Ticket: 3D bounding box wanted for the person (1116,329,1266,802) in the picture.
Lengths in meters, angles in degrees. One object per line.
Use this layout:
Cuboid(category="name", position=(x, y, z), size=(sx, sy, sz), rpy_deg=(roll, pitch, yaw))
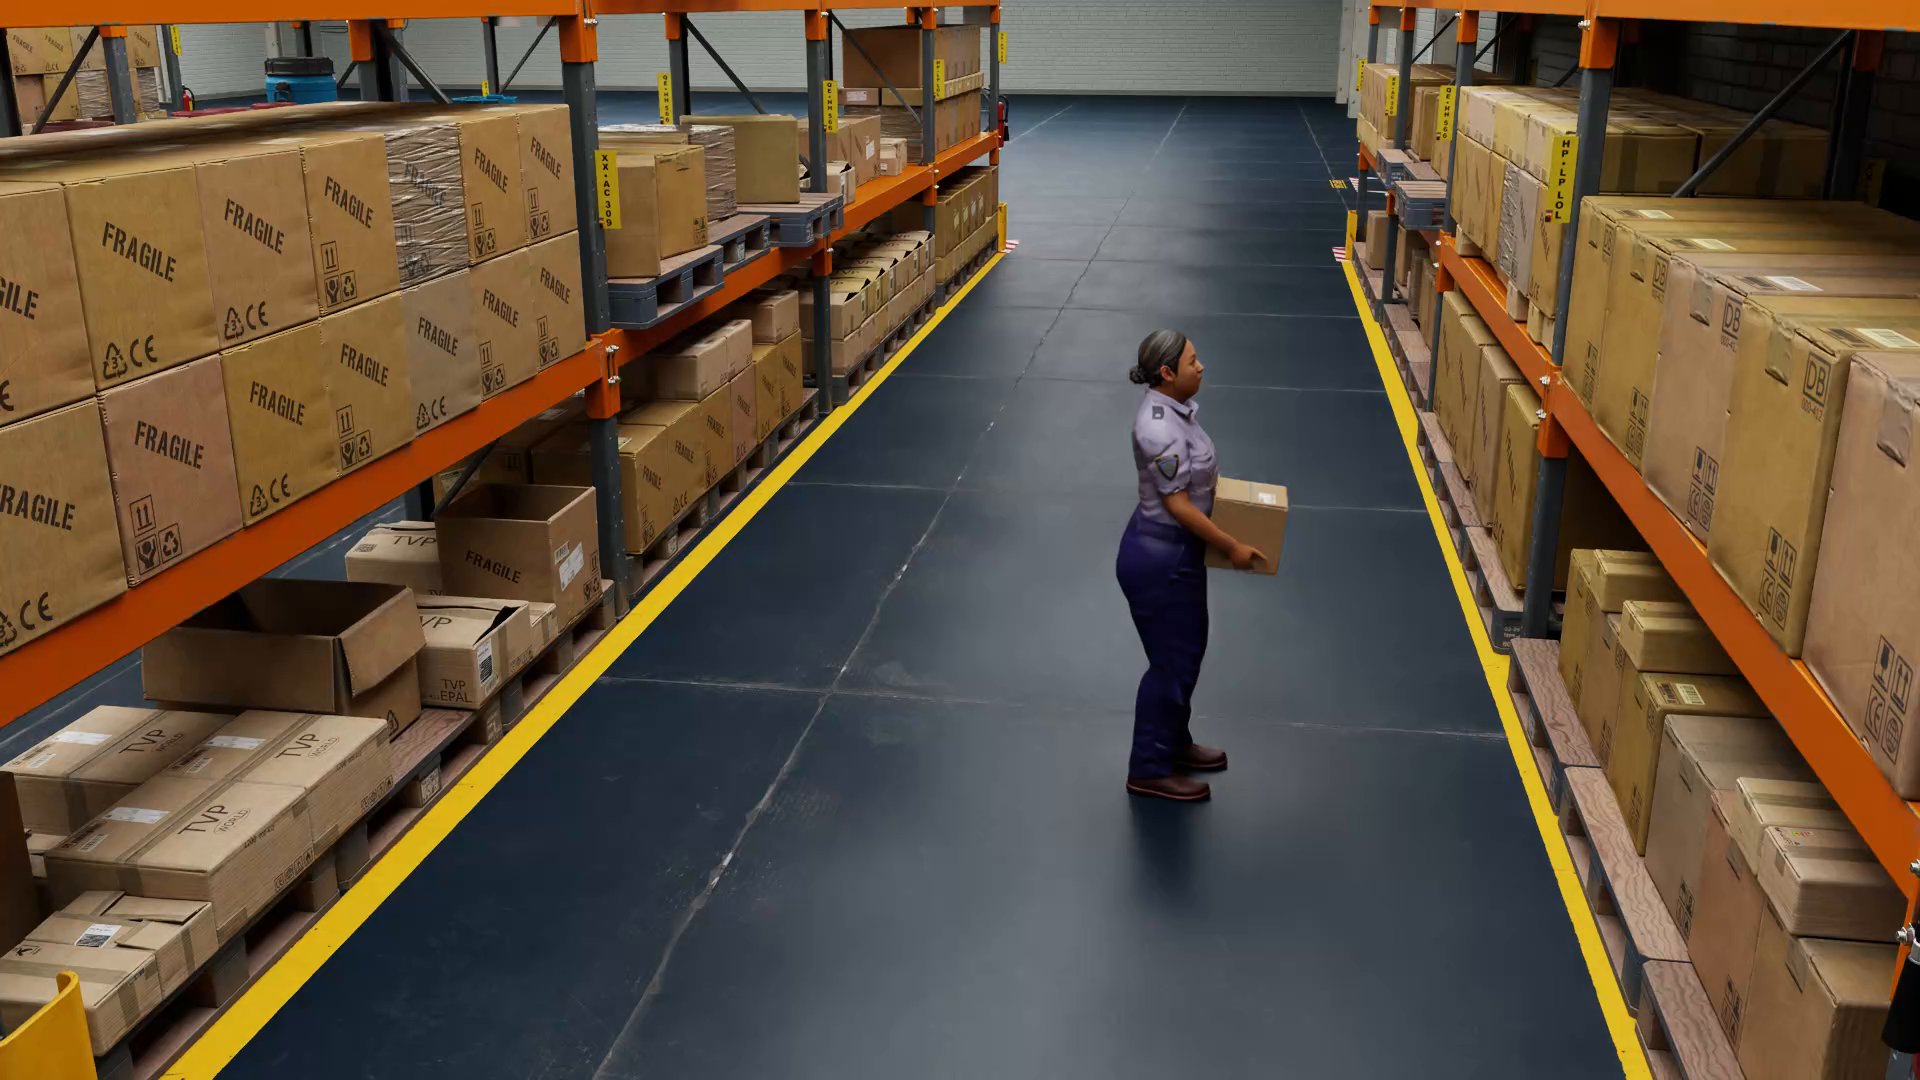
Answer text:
Cuboid(category="person", position=(0.809, 0.079, 5.831), size=(0.511, 1.647, 0.471), rpy_deg=(3, 18, 8))
